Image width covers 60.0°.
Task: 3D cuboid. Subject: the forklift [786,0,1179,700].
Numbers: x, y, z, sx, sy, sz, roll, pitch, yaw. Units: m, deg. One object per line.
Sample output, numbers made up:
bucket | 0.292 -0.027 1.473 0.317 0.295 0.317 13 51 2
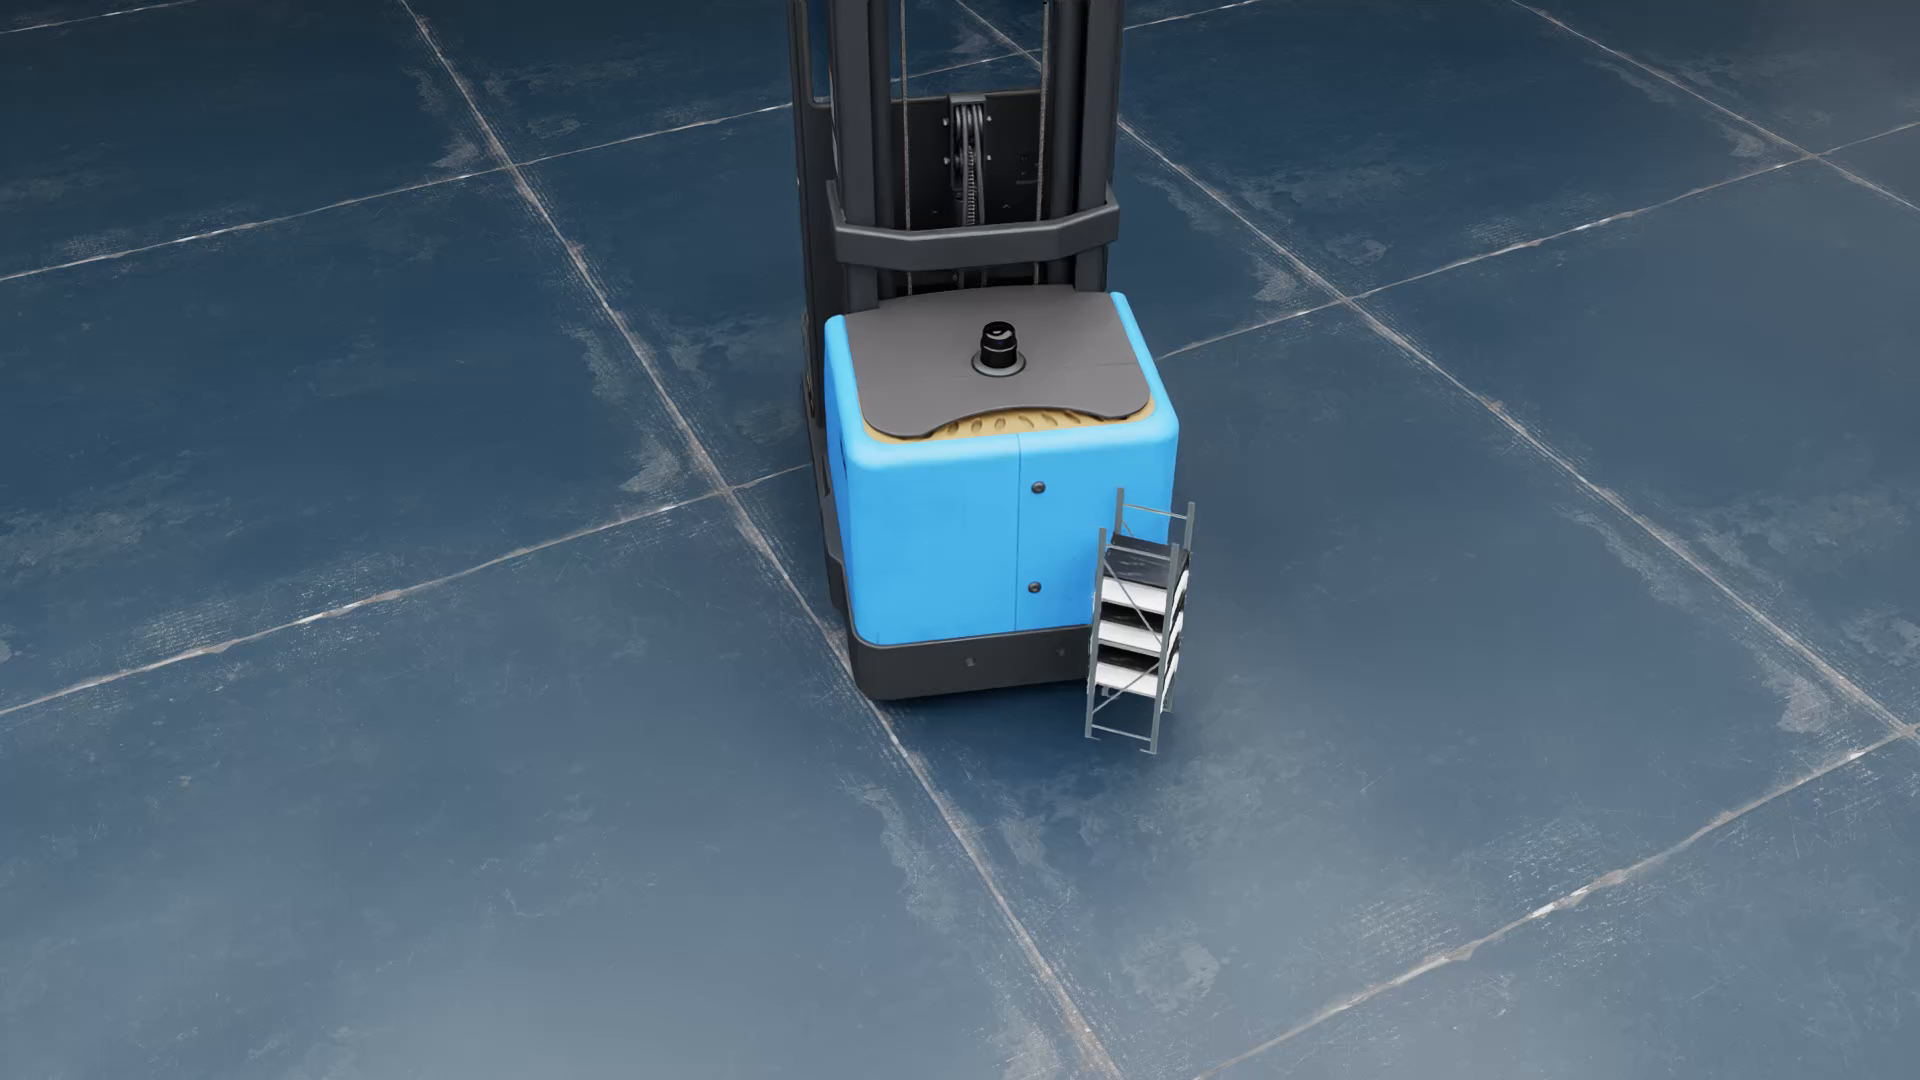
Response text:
forklift | -0.051 -1.542 5.803 1.130 2.935 3.031 -6 41 -7

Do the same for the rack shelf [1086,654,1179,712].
rack shelf | 0.559 0.432 5.373 0.258 0.077 0.200 13 42 15

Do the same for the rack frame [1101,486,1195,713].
rack frame | 0.592 0.207 5.308 0.240 0.900 0.006 13 42 15

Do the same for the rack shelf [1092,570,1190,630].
rack shelf | 0.559 0.157 5.140 0.258 0.077 0.200 13 42 15

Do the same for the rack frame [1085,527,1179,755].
rack frame | 0.525 0.331 5.162 0.240 0.900 0.006 13 42 15

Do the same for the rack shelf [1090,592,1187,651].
rack shelf | 0.559 0.226 5.199 0.258 0.077 0.200 13 42 15

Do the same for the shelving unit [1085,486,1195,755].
shelving unit | 0.559 0.269 5.235 0.258 0.900 0.210 13 42 15

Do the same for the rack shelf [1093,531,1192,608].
rack shelf | 0.559 0.089 5.082 0.258 0.077 0.200 13 42 15

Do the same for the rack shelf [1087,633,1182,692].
rack shelf | 0.559 0.364 5.315 0.258 0.077 0.200 13 42 15

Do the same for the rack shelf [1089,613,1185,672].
rack shelf | 0.559 0.295 5.257 0.258 0.077 0.200 13 42 15
